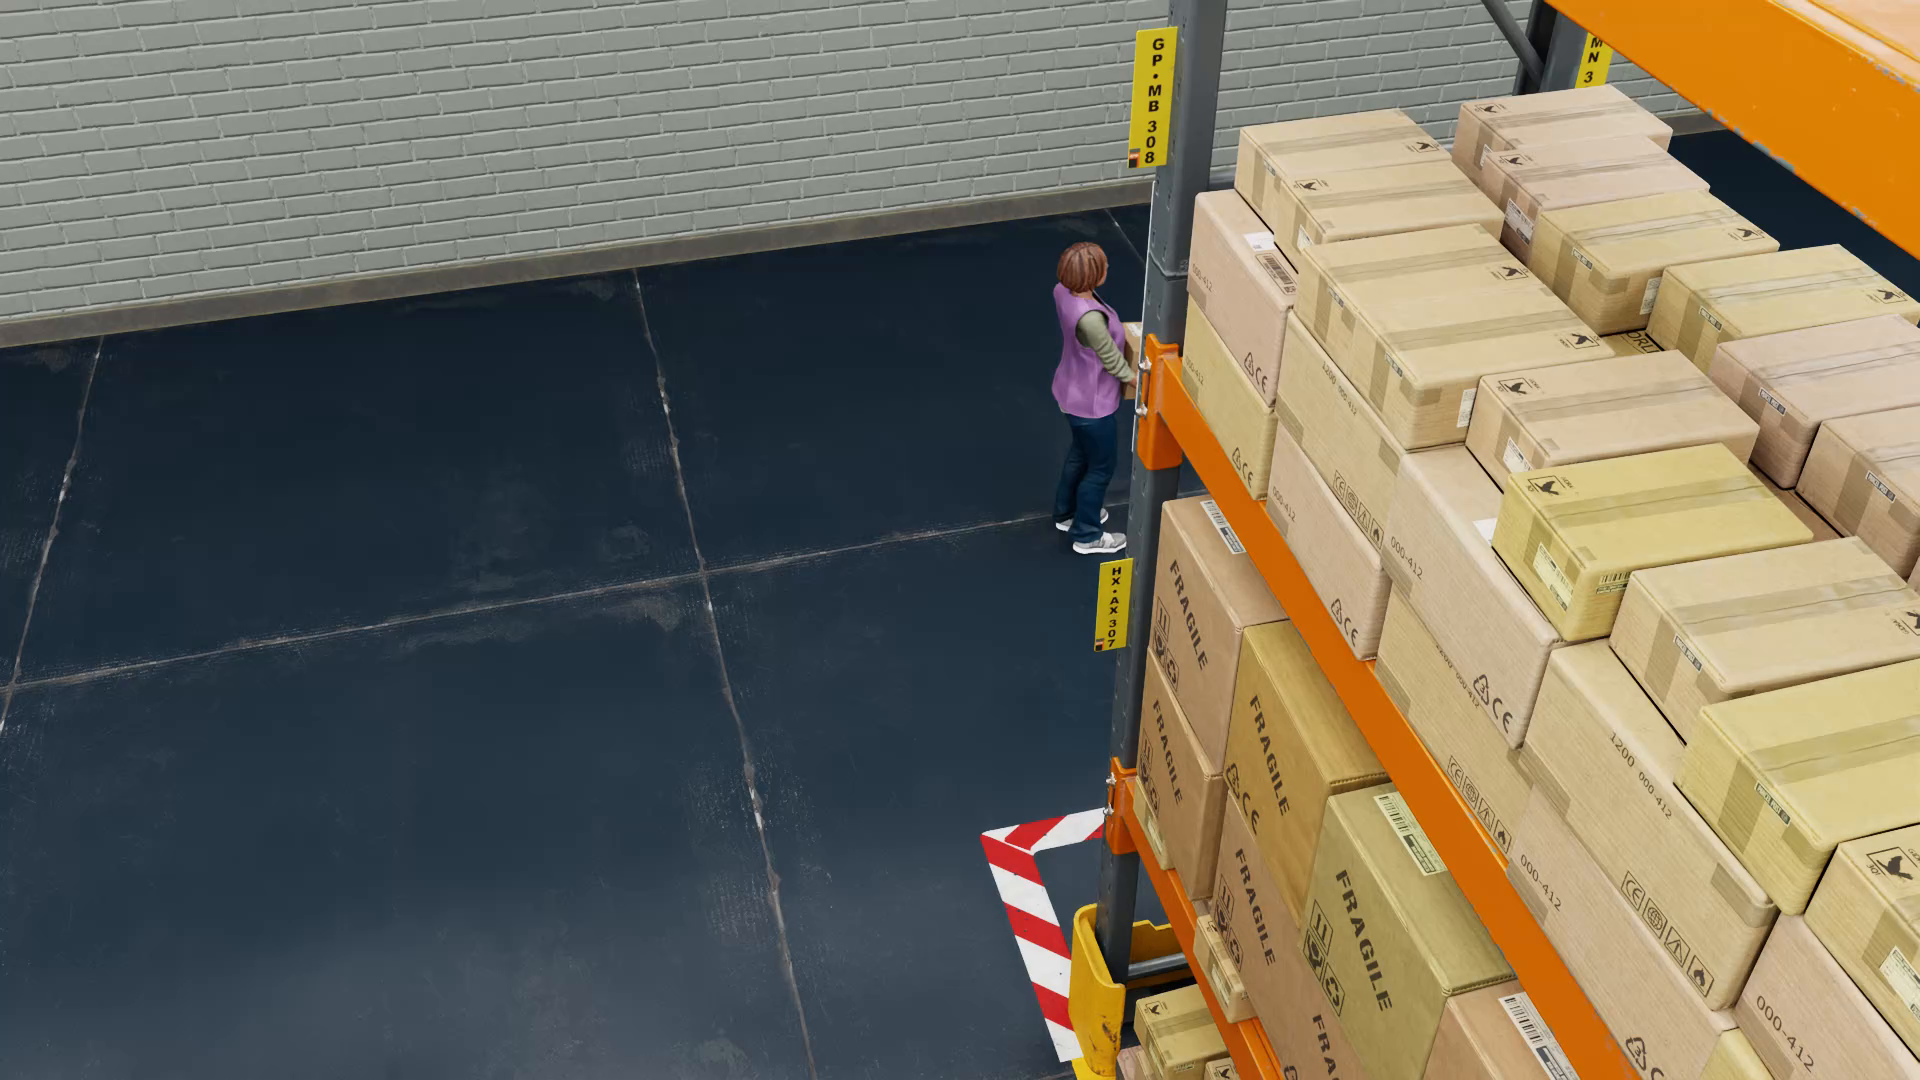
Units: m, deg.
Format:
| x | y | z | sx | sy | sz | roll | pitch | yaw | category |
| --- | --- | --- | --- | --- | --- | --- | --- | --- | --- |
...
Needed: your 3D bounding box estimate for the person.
| x | y | z | sx | sy | sz | roll | pitch | yaw | category |
| --- | --- | --- | --- | --- | --- | --- | --- | --- | --- |
| 0.660 | -0.646 | 7.531 | 0.497 | 1.588 | 0.406 | -9 | 40 | -11 | person |
